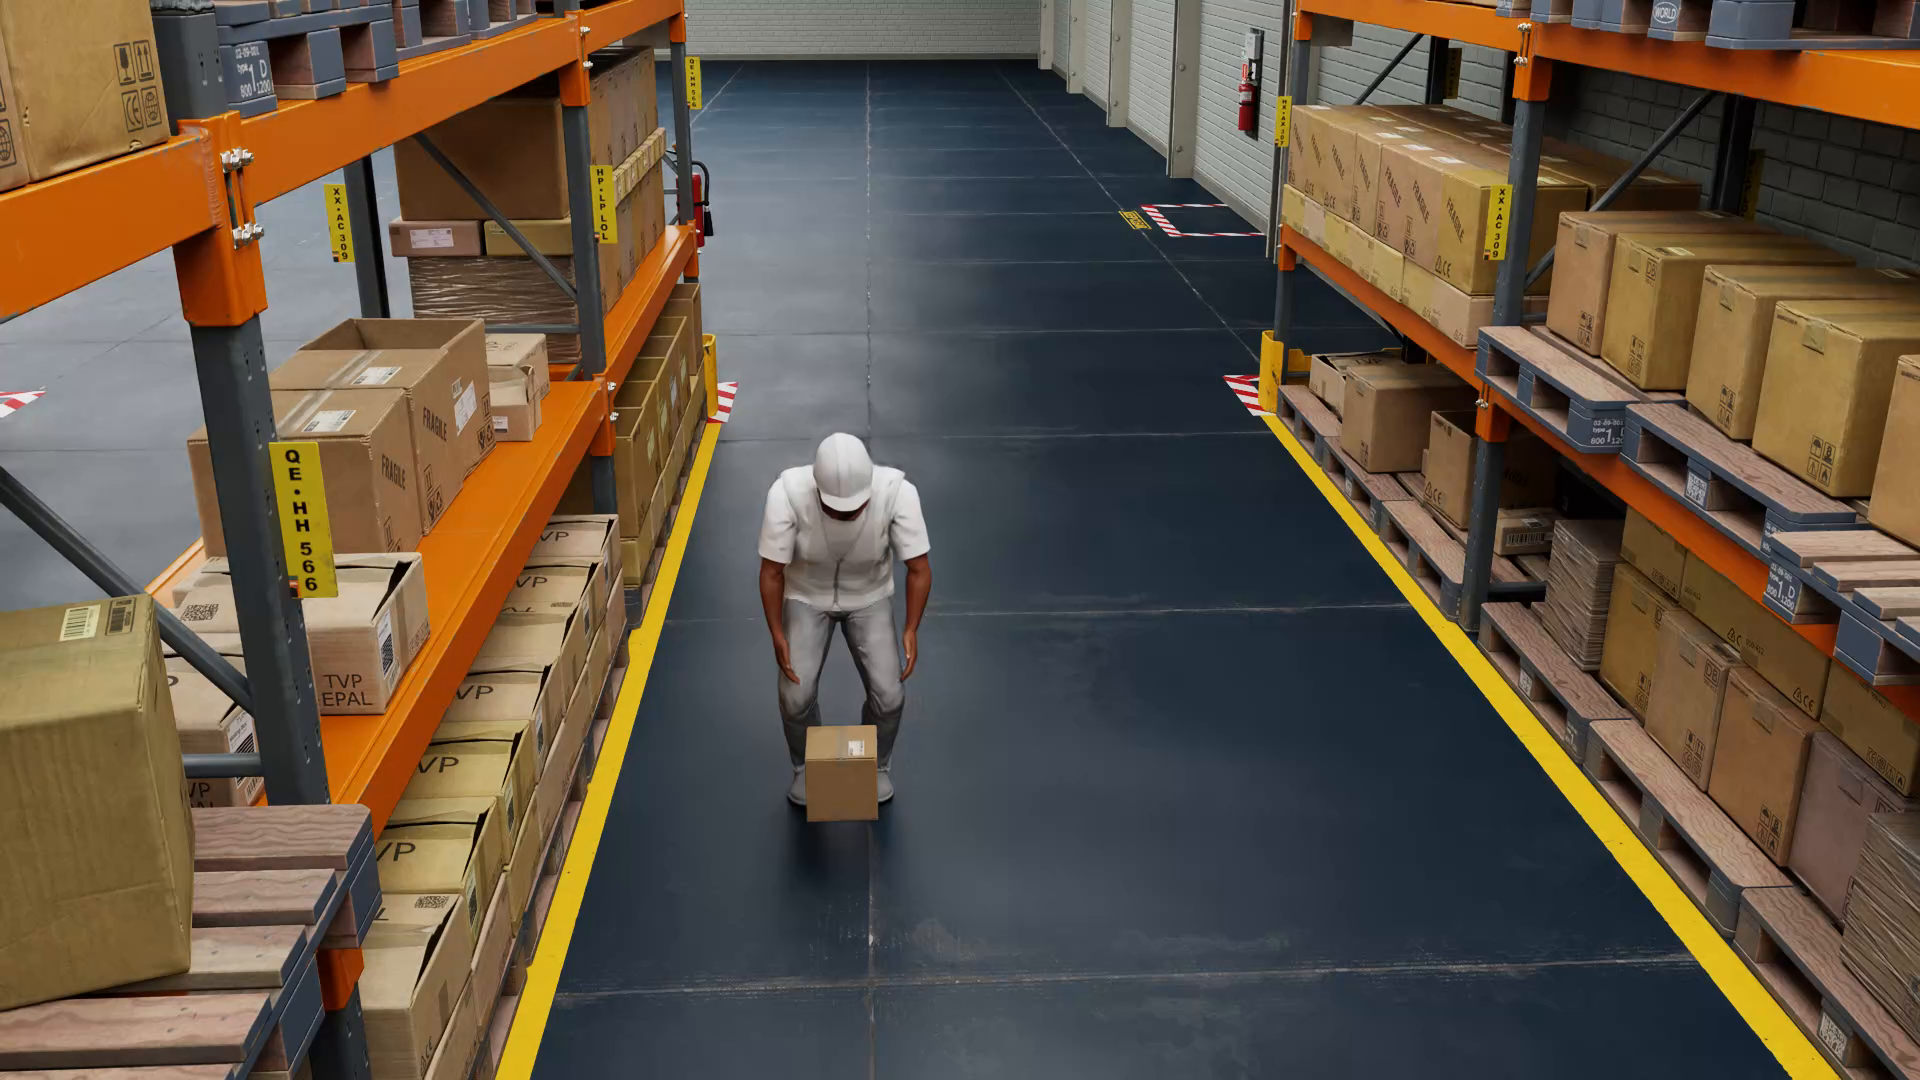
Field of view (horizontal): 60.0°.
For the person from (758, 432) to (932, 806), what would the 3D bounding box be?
[{"bbox_3d":[-0.419,0.274,6.167,0.627,1.513,0.687,-1,20,-2],"label":"person"}]
